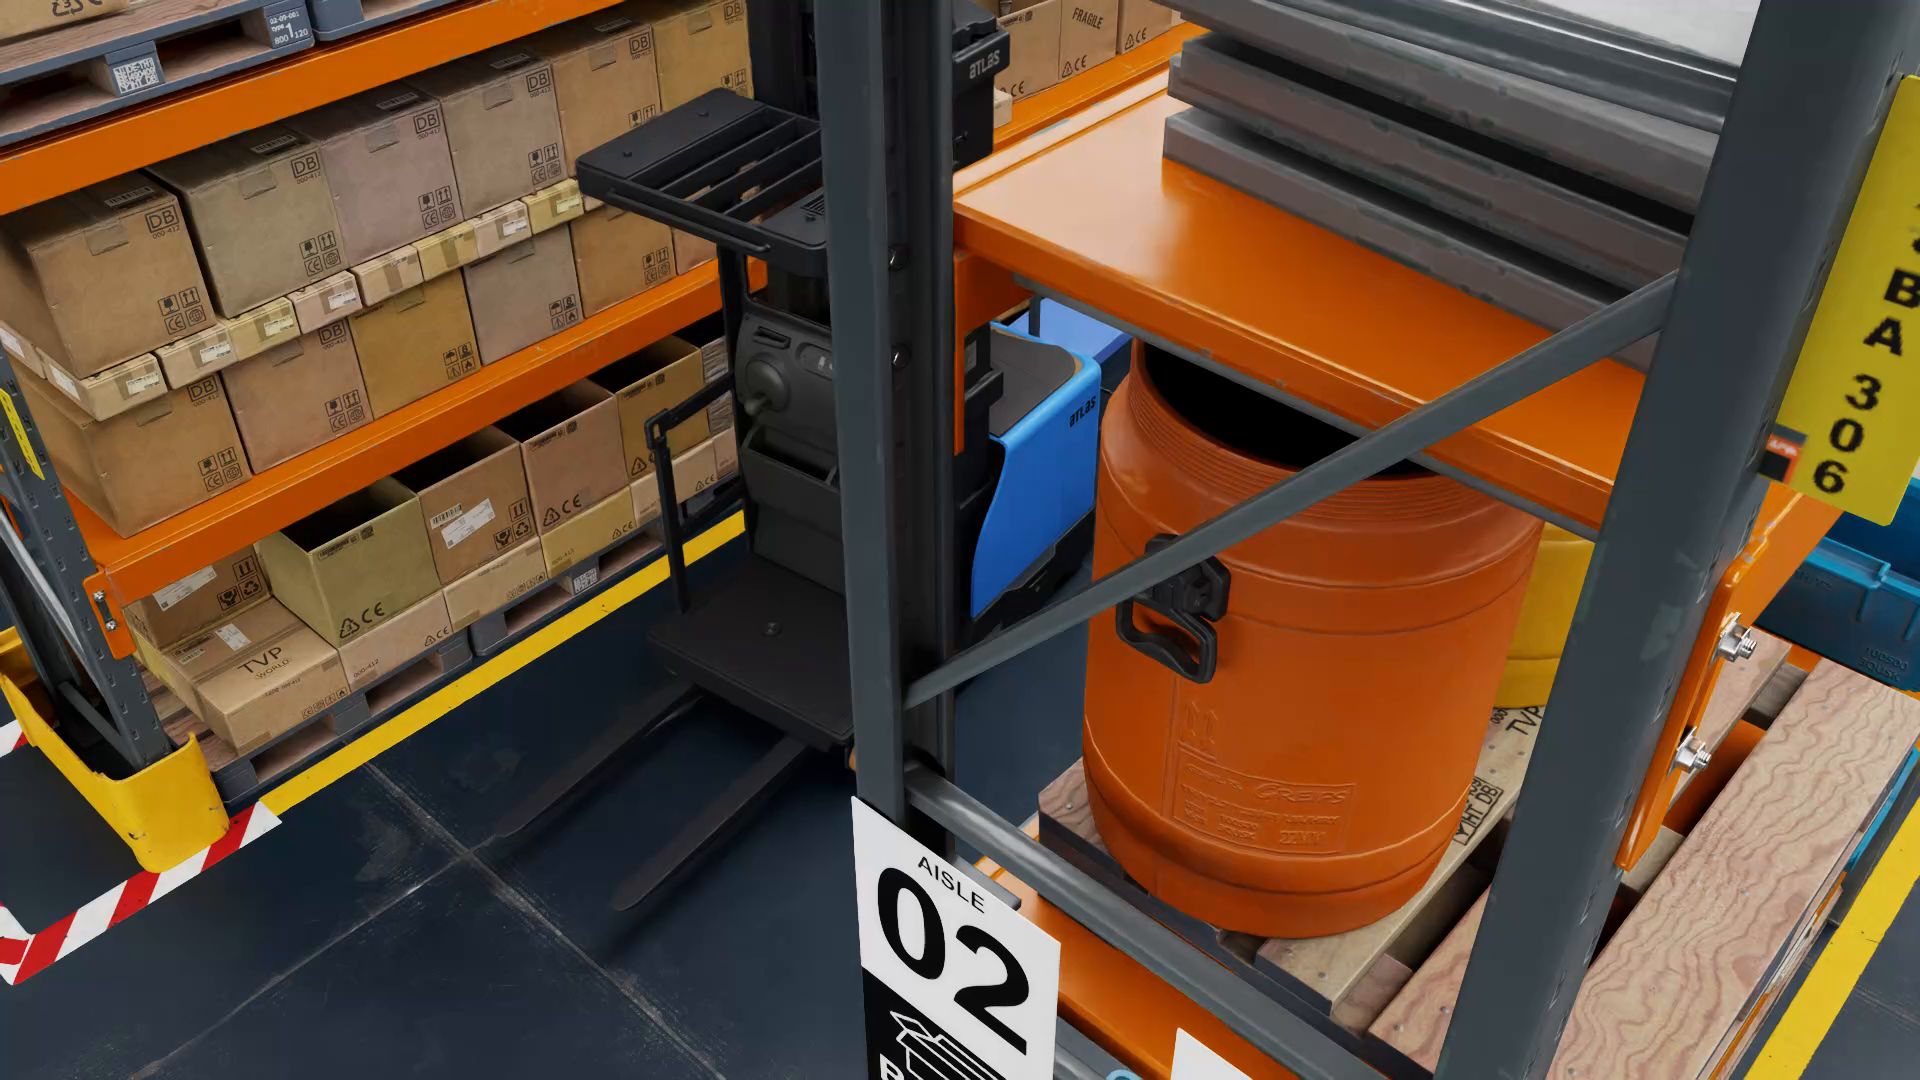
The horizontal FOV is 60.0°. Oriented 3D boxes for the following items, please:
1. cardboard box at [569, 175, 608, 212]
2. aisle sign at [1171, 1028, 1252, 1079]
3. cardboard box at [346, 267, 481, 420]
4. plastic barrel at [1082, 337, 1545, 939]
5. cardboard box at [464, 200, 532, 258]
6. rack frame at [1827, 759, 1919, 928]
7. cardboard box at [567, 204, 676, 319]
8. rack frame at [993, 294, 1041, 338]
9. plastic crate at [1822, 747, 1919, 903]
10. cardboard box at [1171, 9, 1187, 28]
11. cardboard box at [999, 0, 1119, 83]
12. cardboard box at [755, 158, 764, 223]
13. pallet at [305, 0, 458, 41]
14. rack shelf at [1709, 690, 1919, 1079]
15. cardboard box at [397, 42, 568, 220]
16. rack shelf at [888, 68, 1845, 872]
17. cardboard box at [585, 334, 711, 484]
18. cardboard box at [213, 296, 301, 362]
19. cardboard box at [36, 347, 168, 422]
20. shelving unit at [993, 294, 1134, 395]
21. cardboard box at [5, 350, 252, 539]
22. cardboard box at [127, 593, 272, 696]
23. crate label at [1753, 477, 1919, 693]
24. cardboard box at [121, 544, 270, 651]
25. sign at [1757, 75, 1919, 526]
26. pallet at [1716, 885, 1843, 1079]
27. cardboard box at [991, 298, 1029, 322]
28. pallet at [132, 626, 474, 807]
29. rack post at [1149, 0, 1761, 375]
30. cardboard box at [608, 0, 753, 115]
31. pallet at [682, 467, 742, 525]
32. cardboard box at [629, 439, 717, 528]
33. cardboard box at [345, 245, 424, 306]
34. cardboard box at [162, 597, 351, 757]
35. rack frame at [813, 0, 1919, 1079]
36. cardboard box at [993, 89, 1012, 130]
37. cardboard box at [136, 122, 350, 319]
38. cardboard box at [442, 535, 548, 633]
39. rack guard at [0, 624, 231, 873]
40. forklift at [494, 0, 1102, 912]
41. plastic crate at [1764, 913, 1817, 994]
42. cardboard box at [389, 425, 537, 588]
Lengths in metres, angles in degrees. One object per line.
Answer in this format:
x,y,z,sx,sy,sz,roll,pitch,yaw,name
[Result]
-1.582,-1.540,6.958,0.380,0.149,0.250,31,48,33,cardboard box
0.424,1.013,2.260,0.394,0.787,0.004,30,47,32,aisle sign
-2.384,-0.924,6.705,0.700,0.500,0.500,30,47,32,cardboard box
0.490,0.092,2.416,0.600,0.830,0.708,30,47,32,plastic barrel
-1.937,-1.295,6.651,0.380,0.149,0.250,30,47,32,cardboard box
2.954,0.037,5.577,1.000,3.000,0.127,30,47,32,rack frame
-1.686,-1.403,7.308,0.700,0.500,0.500,30,48,32,cardboard box
0.150,-0.800,7.834,0.500,1.500,0.032,24,44,27,rack frame
2.408,0.718,4.840,0.499,0.251,0.616,30,47,32,plastic crate
1.180,-3.174,9.817,0.250,0.149,0.380,-30,48,-32,cardboard box
0.524,-2.902,9.192,0.500,0.500,0.500,30,47,32,cardboard box
-0.994,-1.877,7.904,0.700,0.500,0.500,28,46,31,cardboard box
-2.079,-2.223,6.080,1.003,0.211,1.213,30,47,32,pallet
1.605,1.238,4.645,1.077,0.370,4.000,30,47,32,rack shelf
-2.010,-1.693,6.630,0.700,0.500,0.500,30,47,32,cardboard box
1.605,-0.954,2.902,1.077,0.370,4.000,30,47,32,rack shelf
-1.531,-0.665,7.729,0.500,0.500,0.500,30,47,32,cardboard box
-2.629,-0.826,6.061,0.380,0.149,0.250,30,47,32,cardboard box
-2.974,-0.590,5.763,0.380,0.149,0.250,29,47,32,cardboard box
0.443,-1.058,8.159,0.538,1.500,1.048,24,44,27,shelving unit
-3.074,-0.455,6.115,0.700,0.500,0.500,30,47,32,cardboard box
-3.254,0.335,7.074,0.500,0.250,0.500,30,47,32,cardboard box
1.763,0.038,3.285,0.502,0.251,0.408,30,47,32,crate label
-3.256,0.040,6.842,0.500,0.500,0.500,30,47,32,cardboard box
0.659,-0.158,1.171,0.100,0.325,0.005,30,47,32,sign
2.471,1.420,6.079,1.003,0.211,1.213,30,47,32,pallet
0.101,-1.448,9.316,0.500,0.250,0.500,31,48,33,cardboard box
-2.913,0.516,7.215,1.003,0.211,1.213,30,47,32,pallet
0.860,-0.571,1.924,0.954,0.300,0.937,-29,47,-31,rack post
-1.334,-2.152,7.207,0.700,0.500,0.500,30,47,32,cardboard box
-1.267,-0.605,8.625,1.003,0.211,1.213,30,47,32,pallet
-1.522,-0.366,7.956,0.500,0.250,0.500,30,47,32,cardboard box
-2.279,-1.065,6.361,0.380,0.149,0.250,28,46,31,cardboard box
-2.872,0.552,6.801,0.500,0.250,0.500,30,47,32,cardboard box
0.256,-0.473,1.398,1.000,3.000,0.127,30,47,32,rack frame
0.049,-2.267,8.677,0.380,0.149,0.250,30,47,32,cardboard box
-2.687,-1.231,6.049,0.700,0.500,0.500,28,46,31,cardboard box
-2.200,0.091,7.380,0.500,0.250,0.500,30,47,32,cardboard box
-3.414,0.783,6.647,1.175,0.500,0.348,30,47,32,rack guard
-0.621,-0.521,6.334,1.130,2.935,3.031,24,44,27,forklift
2.046,0.993,4.587,0.530,0.136,0.437,30,47,32,plastic crate
-2.208,-0.207,7.153,0.500,0.500,0.500,30,47,32,cardboard box
